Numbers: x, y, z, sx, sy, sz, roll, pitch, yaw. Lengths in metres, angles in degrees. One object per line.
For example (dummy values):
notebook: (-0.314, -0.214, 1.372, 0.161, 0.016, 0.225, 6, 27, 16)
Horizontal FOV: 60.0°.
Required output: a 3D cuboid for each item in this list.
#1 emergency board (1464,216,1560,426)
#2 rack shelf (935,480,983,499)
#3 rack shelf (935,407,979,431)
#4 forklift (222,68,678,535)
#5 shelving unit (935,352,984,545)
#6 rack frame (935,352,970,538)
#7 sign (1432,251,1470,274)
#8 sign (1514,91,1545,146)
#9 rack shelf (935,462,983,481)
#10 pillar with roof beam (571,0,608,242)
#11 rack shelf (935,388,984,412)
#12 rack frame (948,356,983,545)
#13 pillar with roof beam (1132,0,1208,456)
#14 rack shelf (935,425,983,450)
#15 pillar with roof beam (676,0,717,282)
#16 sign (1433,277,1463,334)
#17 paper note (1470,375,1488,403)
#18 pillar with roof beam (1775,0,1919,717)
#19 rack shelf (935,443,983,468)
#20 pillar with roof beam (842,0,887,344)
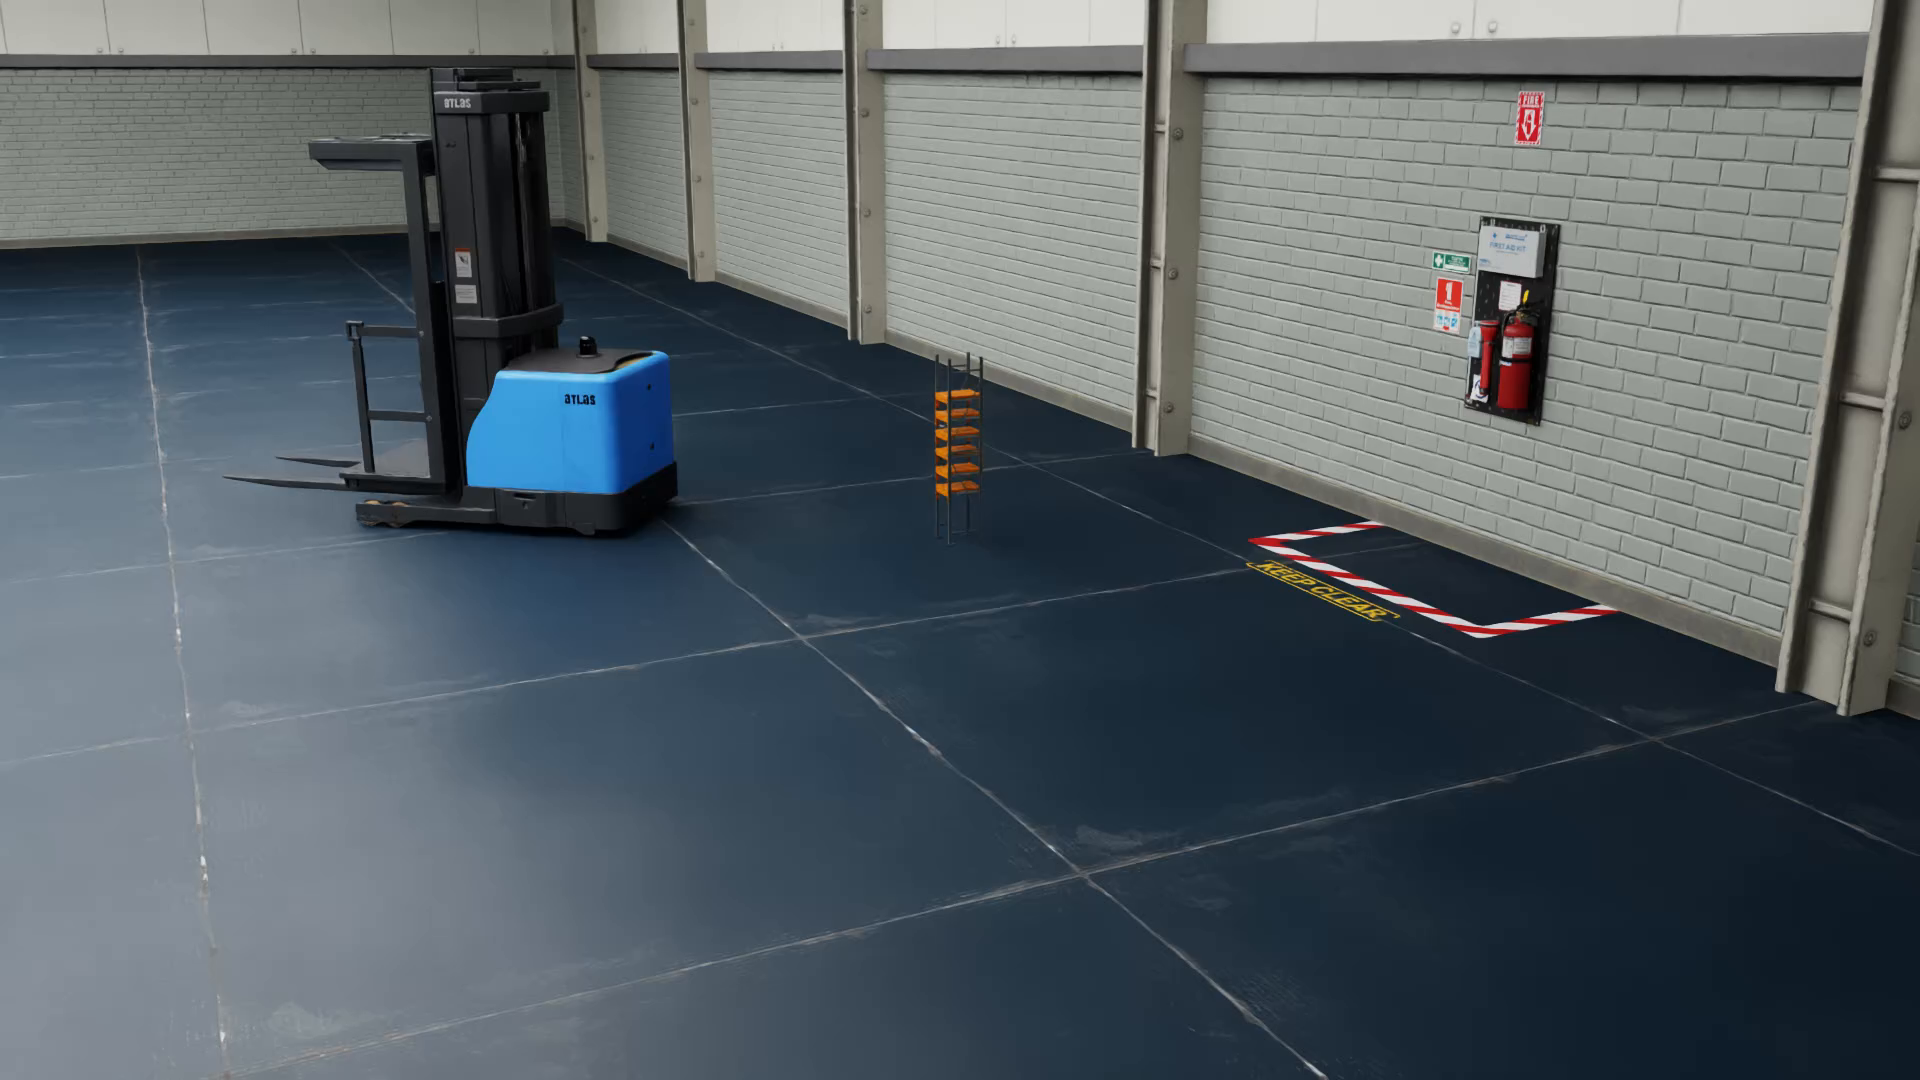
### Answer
emergency board: (3.183, -1.293, 9.817, 0.194, 1.169, 0.643, -8, 18, -25)
rack shelf: (-0.006, -0.307, 10.676, 0.258, 0.103, 0.180, -8, 18, -25)
rack shelf: (-0.006, -0.768, 10.544, 0.258, 0.103, 0.180, -8, 18, -25)
forklift: (-3.541, -1.630, 11.117, 3.031, 2.935, 1.130, 4, 16, 12)
shelving unit: (-0.006, -0.580, 10.598, 0.258, 1.200, 0.189, -8, 18, -25)
rack frame: (-0.046, -0.603, 10.677, 0.240, 1.200, 0.006, -8, 18, -25)
sign: (3.027, -1.712, 10.253, 0.001, 0.109, 0.331, -8, 18, -25)
sign: (3.269, -2.421, 9.546, 0.001, 0.298, 0.199, -8, 18, -25)
rack shelf: (-0.006, -0.422, 10.643, 0.258, 0.103, 0.180, -8, 18, -25)
pillar with roof beam: (-10.153, -8.990, 25.763, 9.100, 9.000, 0.400, -8, 18, -25)
rack shelf: (-0.006, -0.884, 10.511, 0.258, 0.103, 0.180, -8, 18, -25)
rack frame: (0.034, -0.558, 10.519, 0.240, 1.200, 0.006, -8, 18, -25)
pillar with roof beam: (-2.267, -4.526, 10.210, 9.100, 9.000, 0.400, -8, 18, -25)
rack shelf: (-0.006, -0.653, 10.577, 0.258, 0.103, 0.180, -8, 18, -25)
pillar with roof beam: (-7.524, -7.502, 20.579, 9.100, 9.000, 0.400, -8, 18, -25)
sign: (3.033, -1.459, 10.333, 0.001, 0.329, 0.234, -8, 18, -25)
paper note: (3.167, -0.921, 10.121, 0.016, 0.148, 0.142, -8, 18, -25)
pillar with roof beam: (0.361, -3.039, 5.026, 9.100, 9.000, 0.400, -8, 18, -25)
rack shelf: (-0.006, -0.538, 10.610, 0.258, 0.103, 0.180, -8, 18, -25)
pillar with roof beam: (-4.896, -6.014, 15.394, 9.100, 9.000, 0.400, -8, 18, -25)
